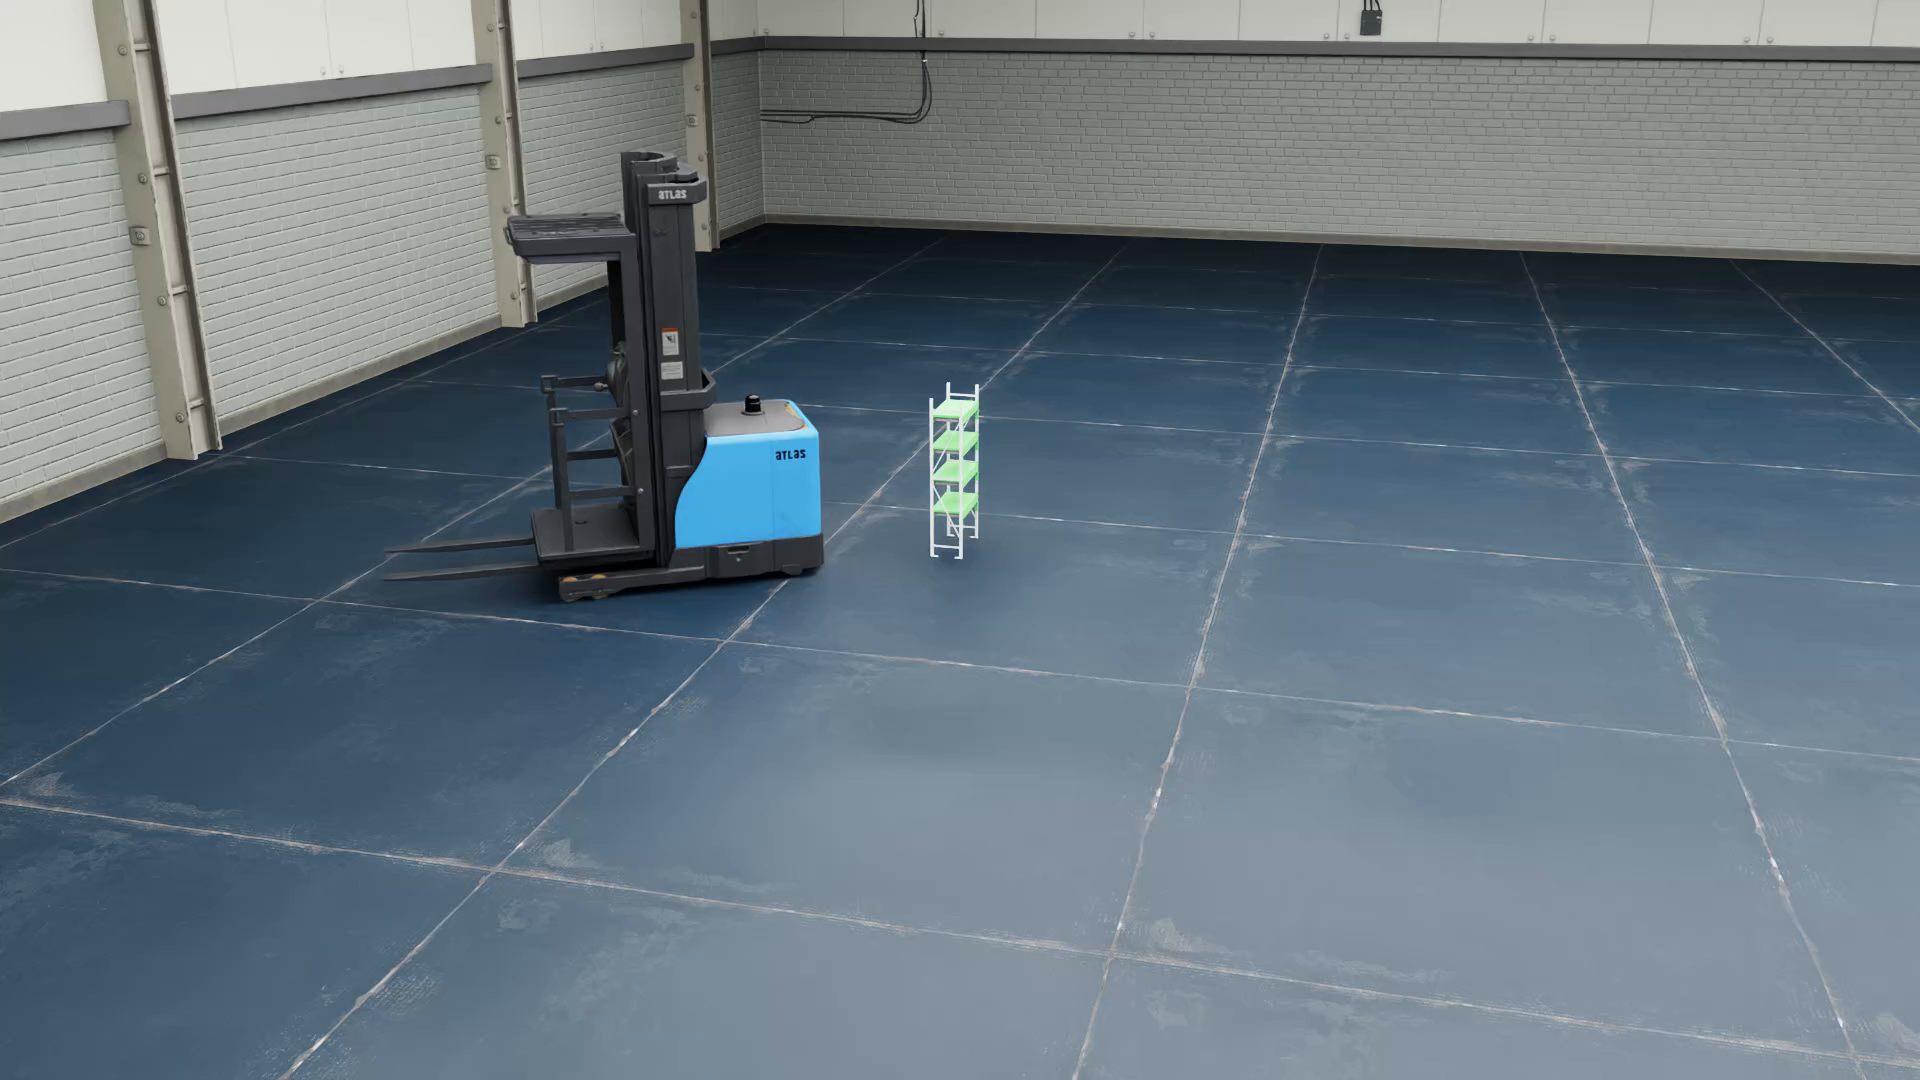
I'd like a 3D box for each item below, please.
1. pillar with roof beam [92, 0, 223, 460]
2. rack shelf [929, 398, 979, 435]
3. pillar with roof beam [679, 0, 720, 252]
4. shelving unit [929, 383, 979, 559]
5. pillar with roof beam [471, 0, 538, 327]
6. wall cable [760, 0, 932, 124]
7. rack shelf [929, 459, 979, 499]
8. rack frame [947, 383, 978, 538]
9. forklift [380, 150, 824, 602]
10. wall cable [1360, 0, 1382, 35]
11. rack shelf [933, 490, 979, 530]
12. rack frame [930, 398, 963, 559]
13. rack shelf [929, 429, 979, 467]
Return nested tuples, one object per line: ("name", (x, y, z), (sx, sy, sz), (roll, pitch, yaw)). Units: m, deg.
("pillar with roof beam", (-2.728, -4.703, 12.535), (9.100, 9.000, 0.400), (5, 19, 13))
("rack shelf", (-0.040, -0.910, 12.207), (0.258, 0.148, 0.480), (5, 19, 13))
("pillar with roof beam", (0.204, -8.464, 23.547), (9.100, 9.000, 0.400), (5, 19, 13))
("shelving unit", (-0.040, -0.516, 12.342), (0.258, 1.200, 0.503), (5, 19, 13))
("pillar with roof beam", (-1.262, -6.584, 18.041), (9.100, 9.000, 0.400), (5, 19, 13))
("wall cable", (-1.969, -8.154, 27.442), (3.097, 2.526, 0.112), (5, 19, 13))
("rack shelf", (-0.040, -0.455, 12.362), (0.258, 0.148, 0.480), (5, 19, 13))
("rack frame", (0.019, -0.592, 12.566), (0.240, 1.200, 0.015), (5, 19, 13))
("forklift", (-2.554, -1.152, 11.526), (3.031, 2.935, 1.130), (-6, 20, -16))
("wall cable", (7.233, -10.478, 24.181), (2.305, 6.003, 0.169), (5, 19, 13))
("rack shelf", (-0.040, -0.228, 12.440), (0.258, 0.148, 0.480), (5, 19, 13))
("rack frame", (-0.100, -0.439, 12.118), (0.240, 1.200, 0.015), (5, 19, 13))
("rack shelf", (-0.040, -0.683, 12.285), (0.258, 0.148, 0.480), (5, 19, 13))
